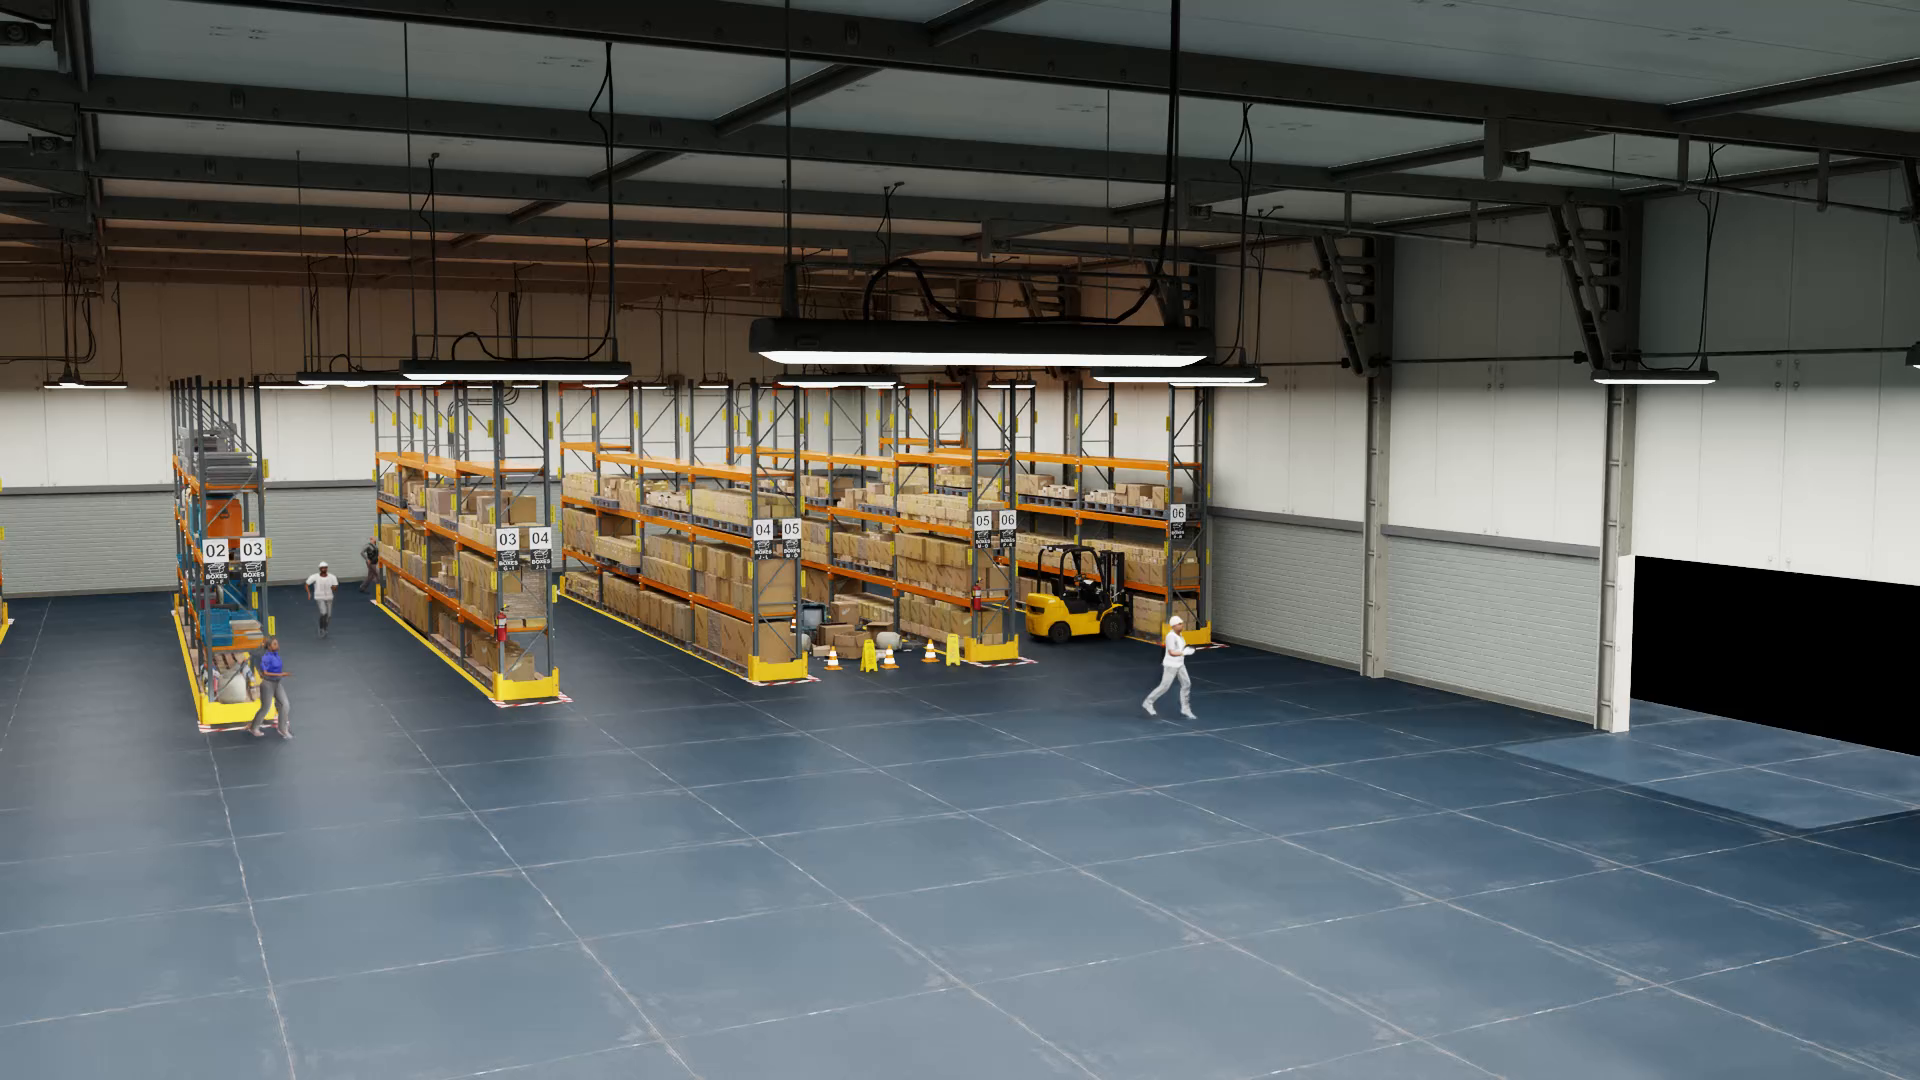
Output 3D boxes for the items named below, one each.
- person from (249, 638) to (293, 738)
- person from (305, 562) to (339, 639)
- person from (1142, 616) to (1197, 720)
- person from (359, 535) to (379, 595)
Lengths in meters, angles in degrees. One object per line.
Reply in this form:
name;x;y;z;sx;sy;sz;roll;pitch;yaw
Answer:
person;-11.389;2.471;27.494;0.756;1.735;0.597;1;5;7
person;-14.827;1.401;38.773;0.672;1.783;0.720;-4;7;-40
person;3.718;2.236;29.209;0.902;1.823;0.696;2;6;25
person;-16.455;0.735;46.573;0.788;1.782;0.630;0;5;-2
